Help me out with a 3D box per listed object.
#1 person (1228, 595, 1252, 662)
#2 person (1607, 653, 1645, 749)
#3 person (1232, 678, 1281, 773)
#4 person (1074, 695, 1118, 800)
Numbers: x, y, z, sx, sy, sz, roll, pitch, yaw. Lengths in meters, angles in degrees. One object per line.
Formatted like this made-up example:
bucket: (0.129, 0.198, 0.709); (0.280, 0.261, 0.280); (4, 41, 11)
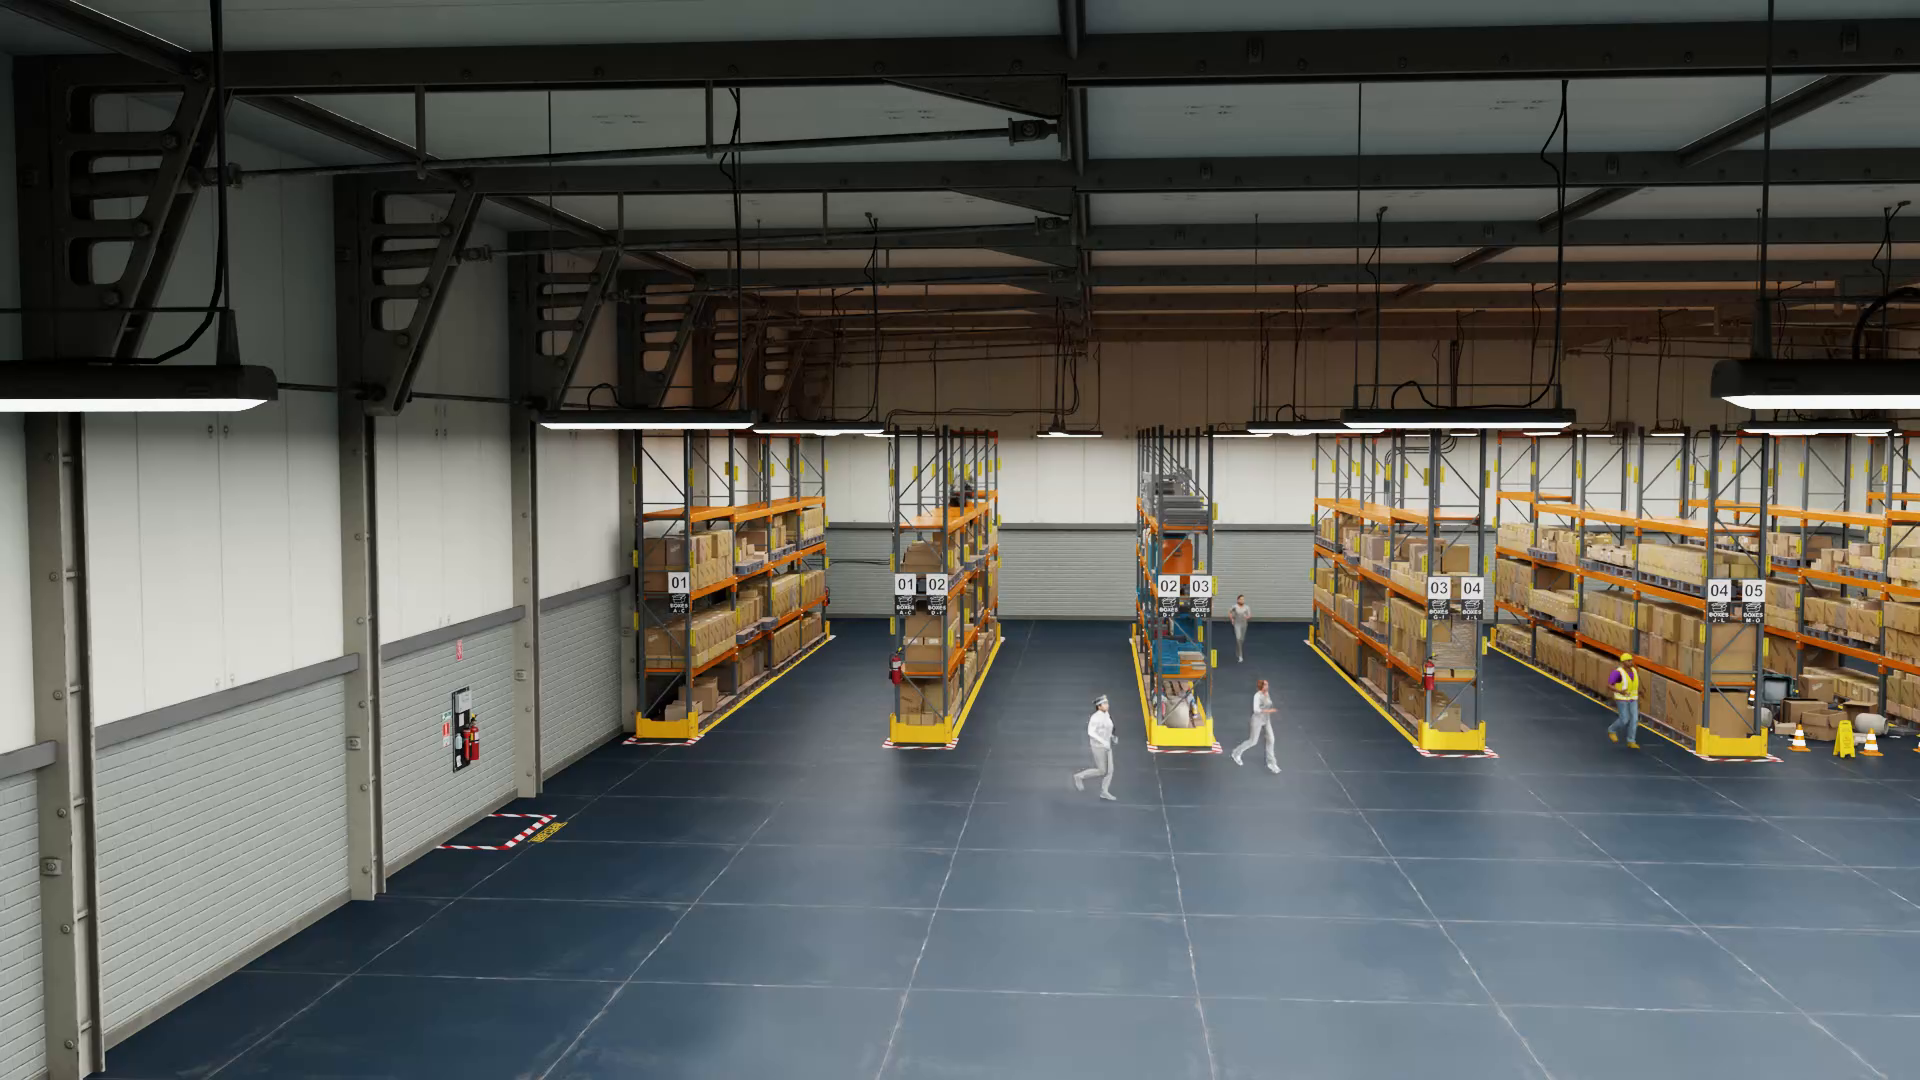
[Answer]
person: (7.301, 2.276, 43.279); (0.560, 1.703, 0.911); (0, 3, -5)
person: (12.423, 2.981, 31.040); (0.730, 1.747, 0.758); (-1, 4, -15)
person: (5.159, 3.190, 28.802); (0.881, 1.617, 0.550); (3, 5, 41)
person: (2.209, 3.301, 26.620); (0.683, 1.685, 0.622); (2, 4, 30)
